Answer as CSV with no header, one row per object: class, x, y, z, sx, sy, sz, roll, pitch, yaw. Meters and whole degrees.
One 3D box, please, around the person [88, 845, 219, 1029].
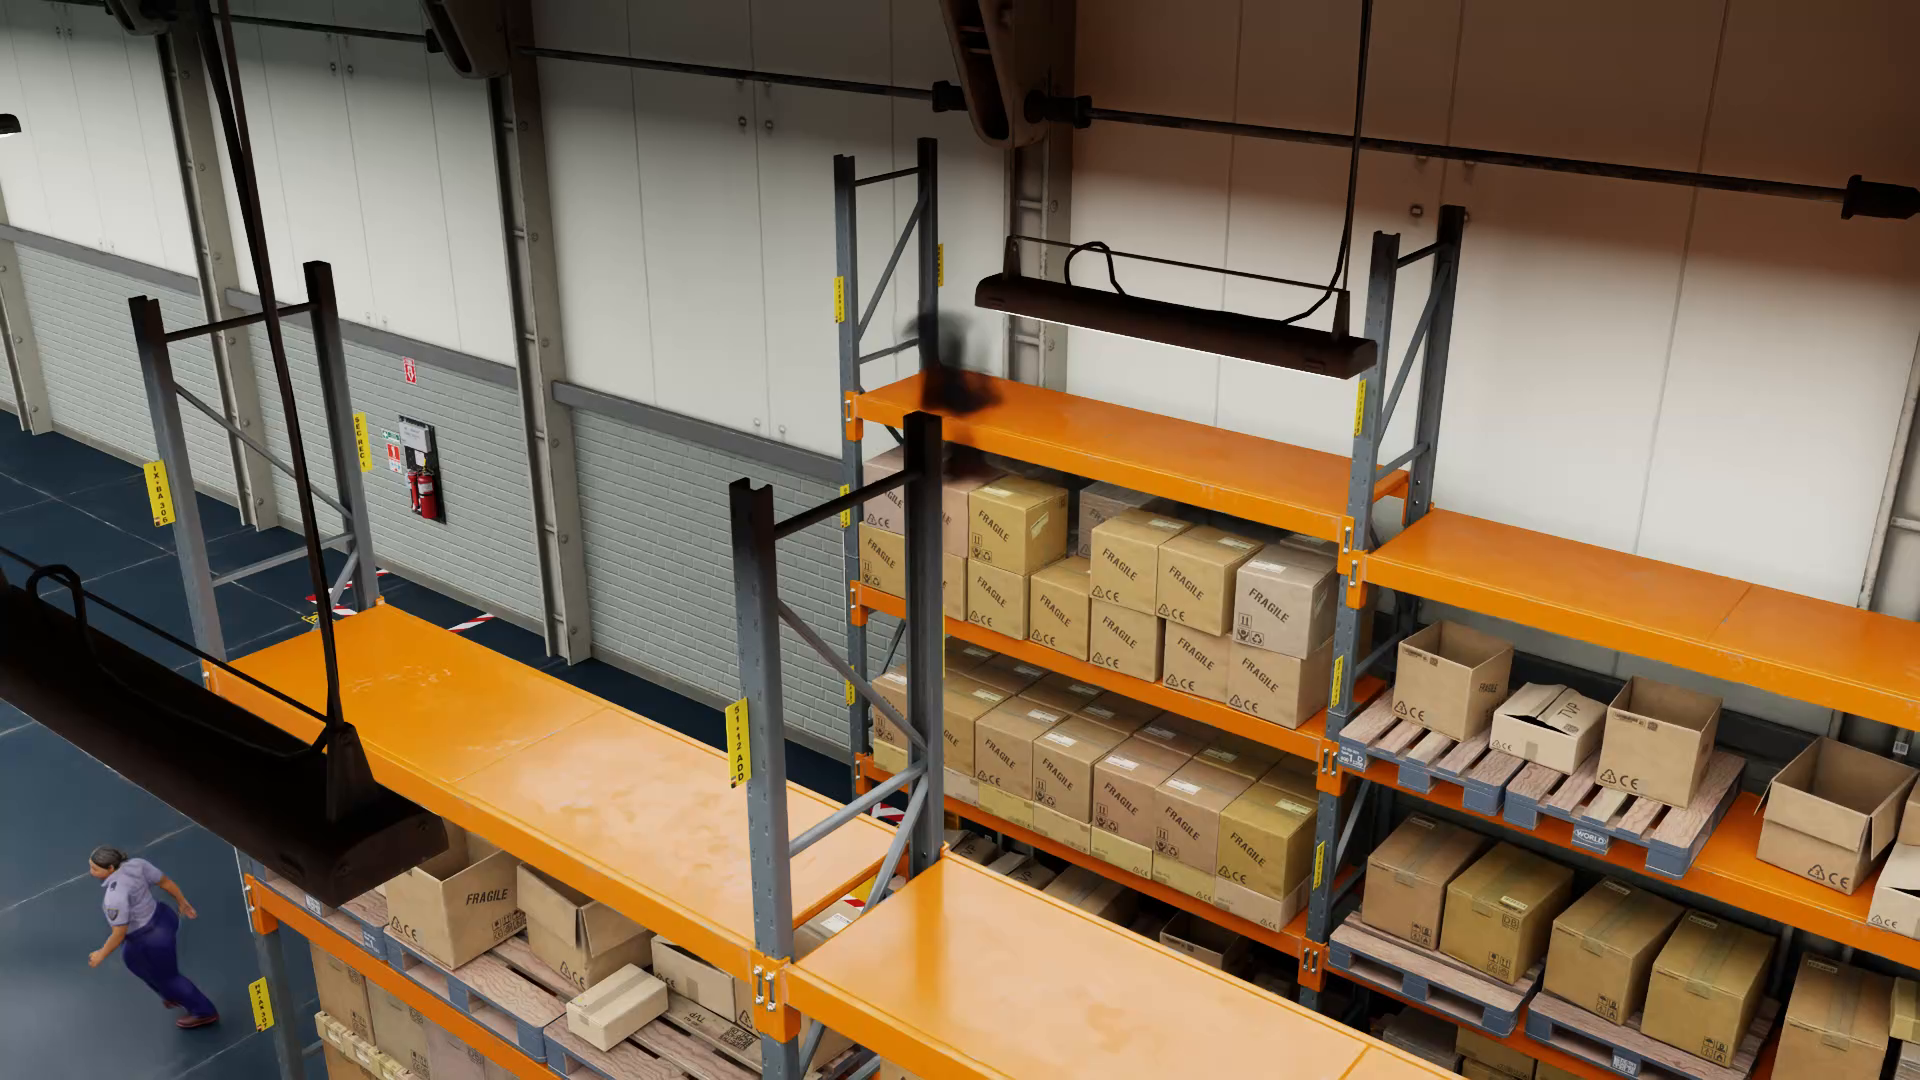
person,-5.772,2.824,11.811,0.694,1.595,0.594,-4,23,-9
